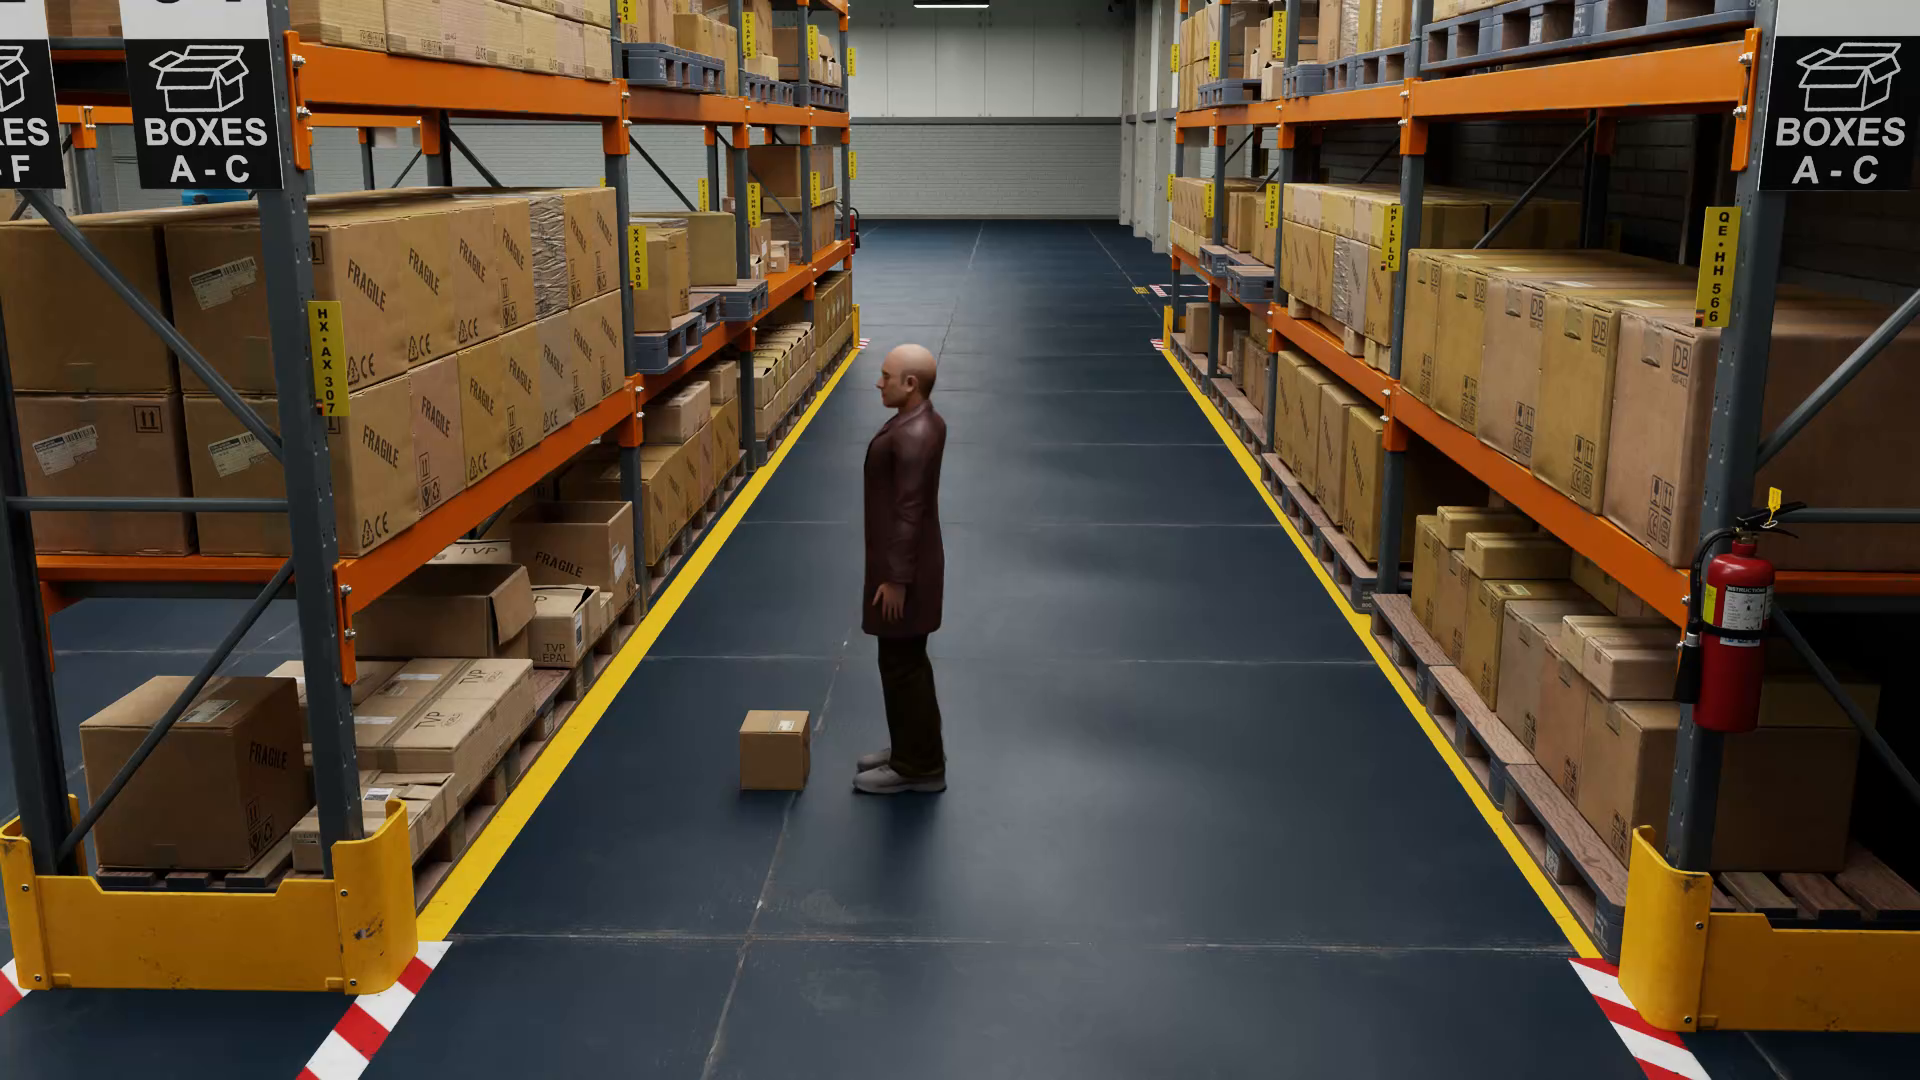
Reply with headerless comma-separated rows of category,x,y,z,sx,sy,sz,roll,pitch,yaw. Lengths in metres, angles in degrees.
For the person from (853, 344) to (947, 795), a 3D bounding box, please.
person,-0.241,0.122,6.535,0.383,1.783,0.574,1,14,4
